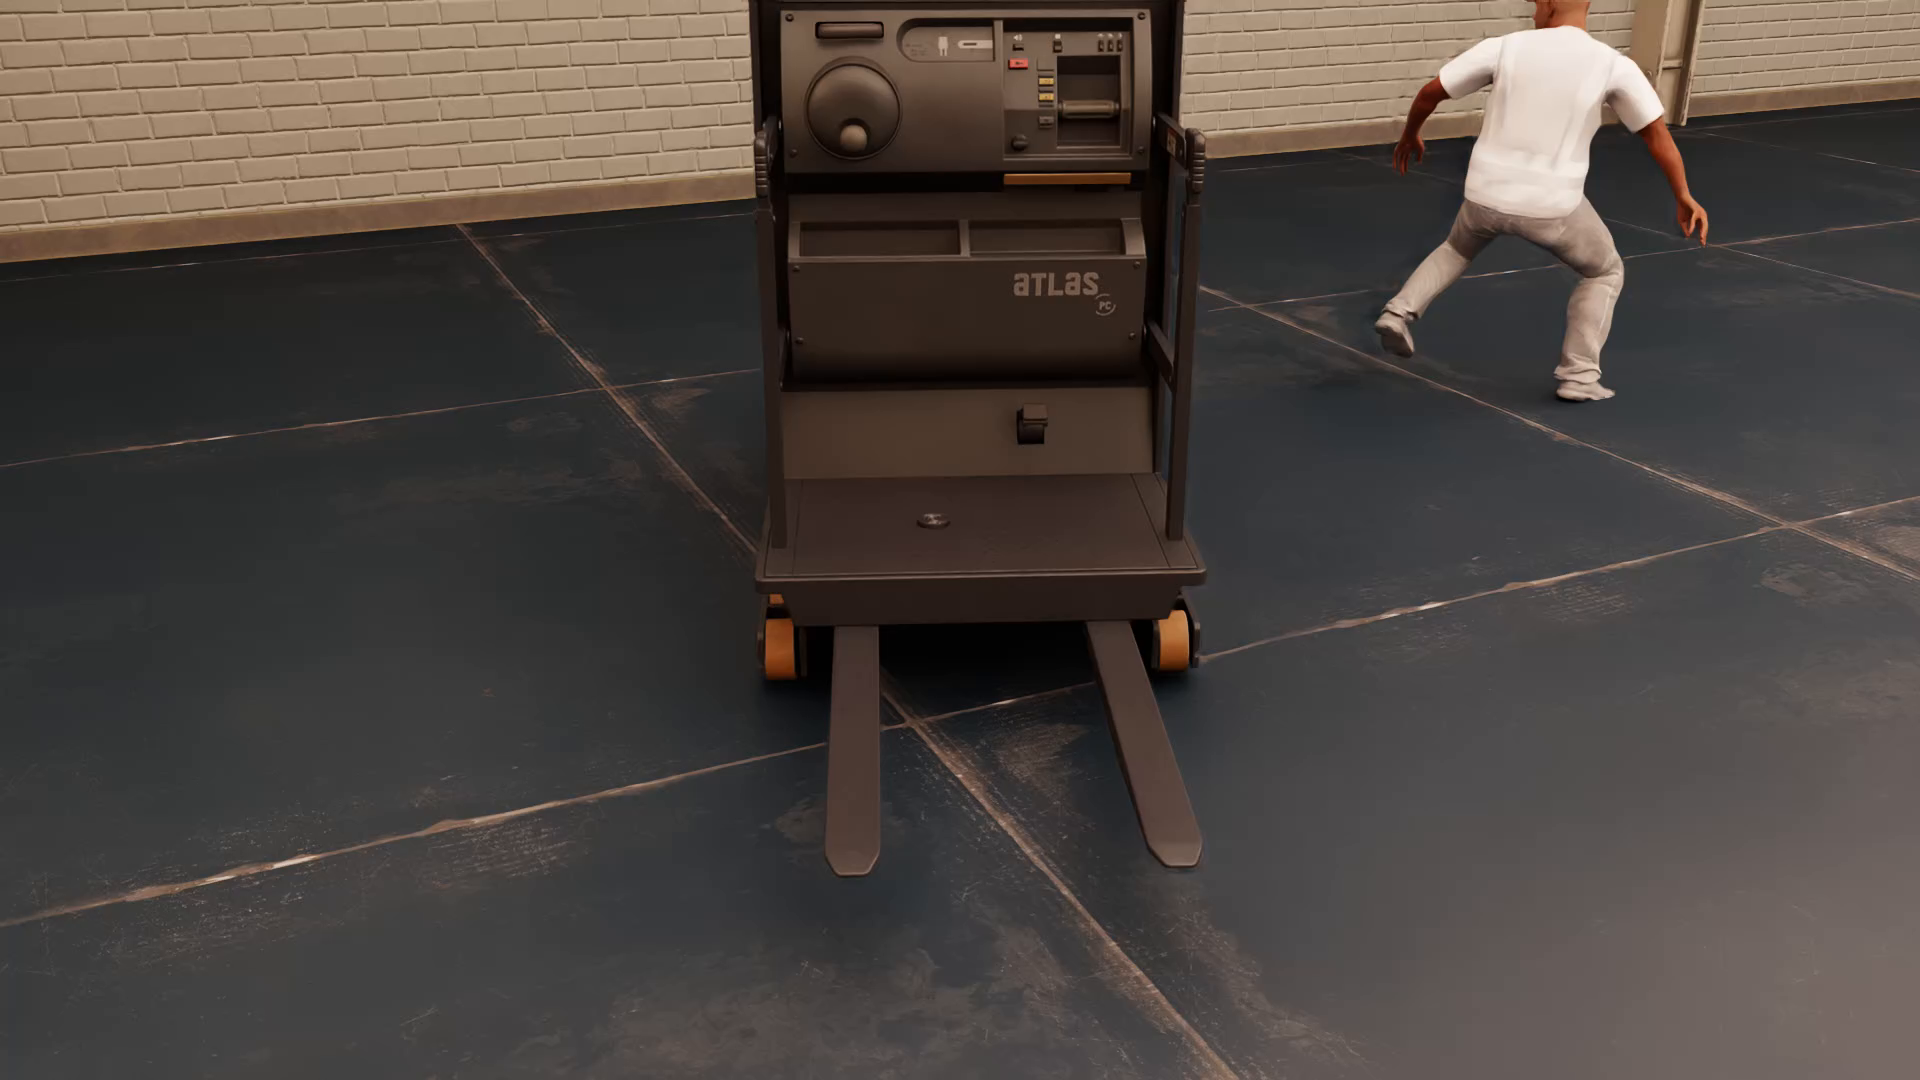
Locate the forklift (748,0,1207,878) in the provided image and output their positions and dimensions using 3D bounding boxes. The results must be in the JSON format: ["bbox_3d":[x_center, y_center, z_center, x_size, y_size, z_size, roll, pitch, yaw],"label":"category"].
[{"bbox_3d":[0.030,-1.120,3.982,1.130,2.935,3.031,-1,23,-3],"label":"forklift"}]

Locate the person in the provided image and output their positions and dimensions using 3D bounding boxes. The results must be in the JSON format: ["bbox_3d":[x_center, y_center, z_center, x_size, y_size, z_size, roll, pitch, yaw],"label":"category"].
[{"bbox_3d":[2.189,-1.312,6.227,1.182,1.645,0.511,14,26,30],"label":"person"}]
